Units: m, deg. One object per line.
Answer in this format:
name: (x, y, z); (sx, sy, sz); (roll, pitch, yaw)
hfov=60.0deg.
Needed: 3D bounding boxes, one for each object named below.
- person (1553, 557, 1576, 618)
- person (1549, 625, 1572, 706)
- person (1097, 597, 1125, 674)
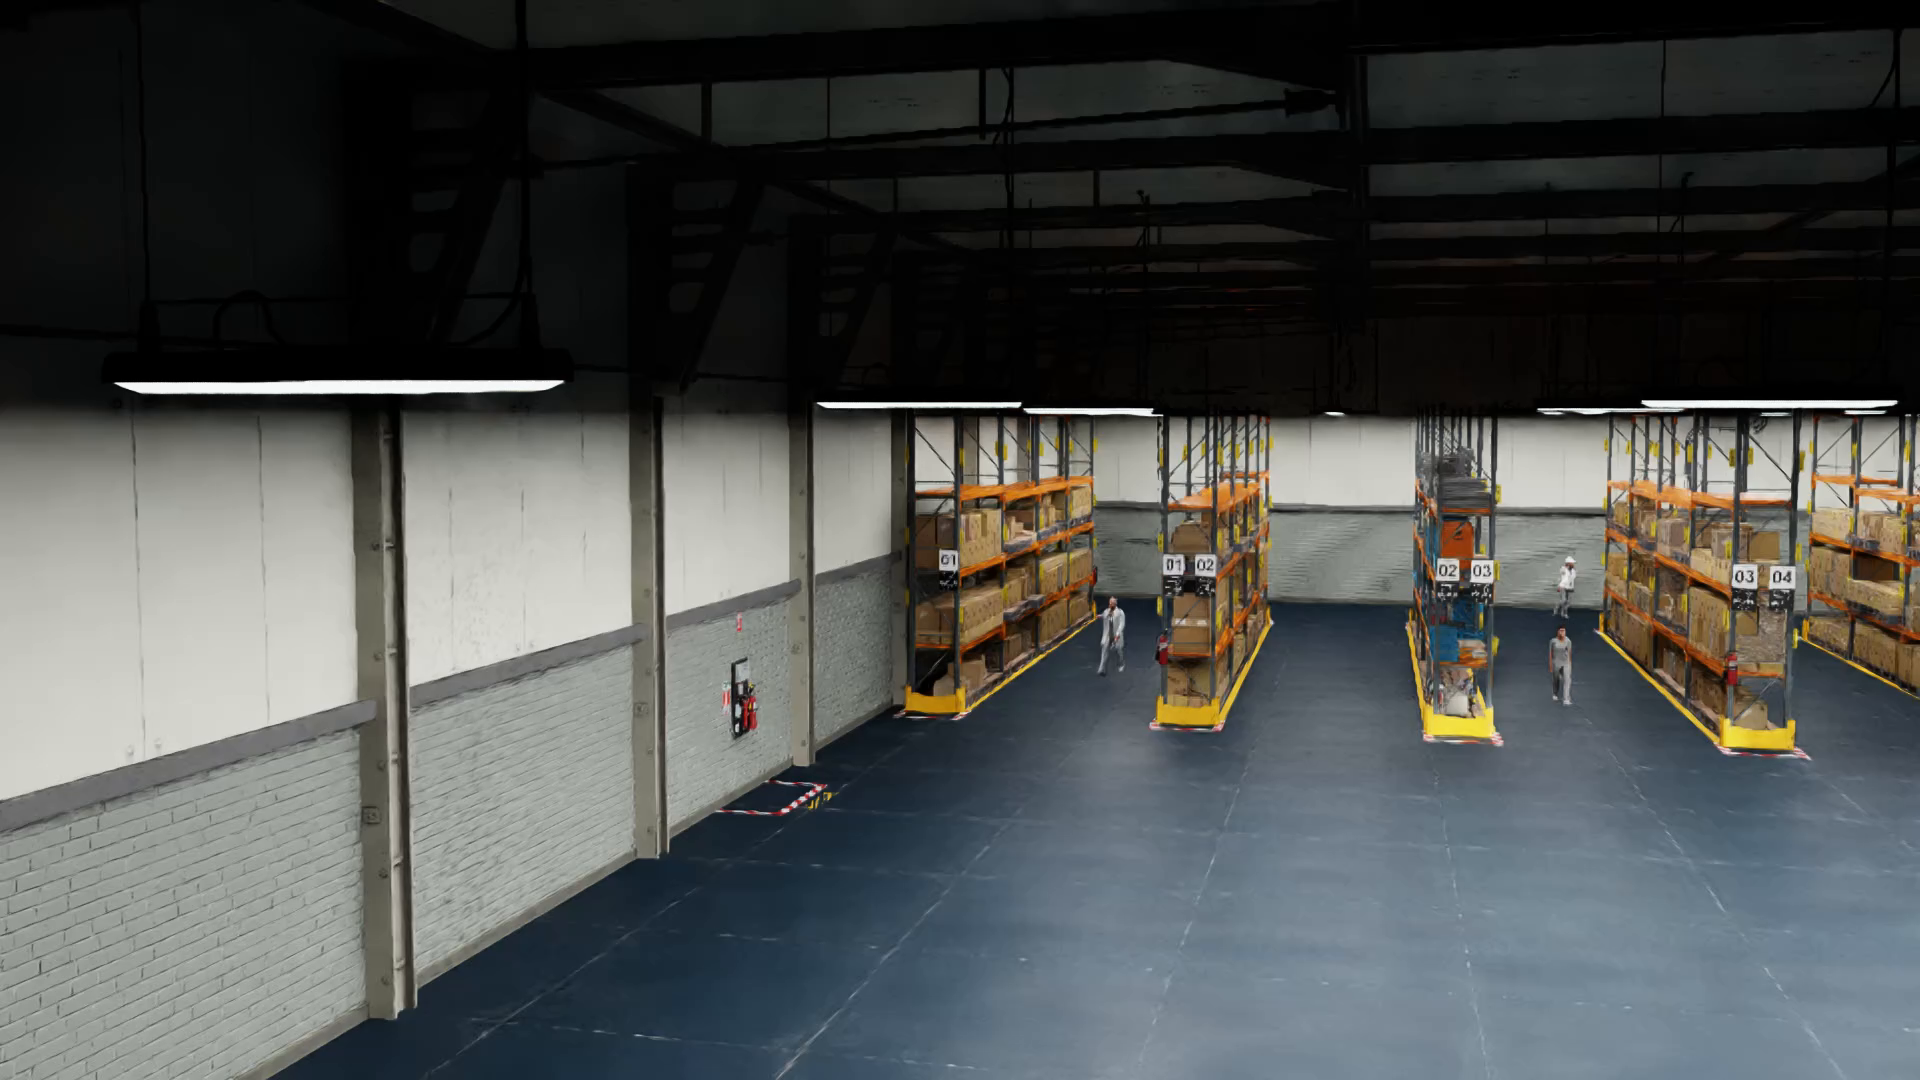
person: (17.432, 1.329, 47.918); (0.591, 1.708, 0.558); (-2, 5, -22)
person: (12.030, 2.484, 33.338); (0.446, 1.590, 1.099); (1, 4, 16)
person: (3.431, 2.135, 37.289); (0.573, 1.716, 1.102); (2, 5, 22)
